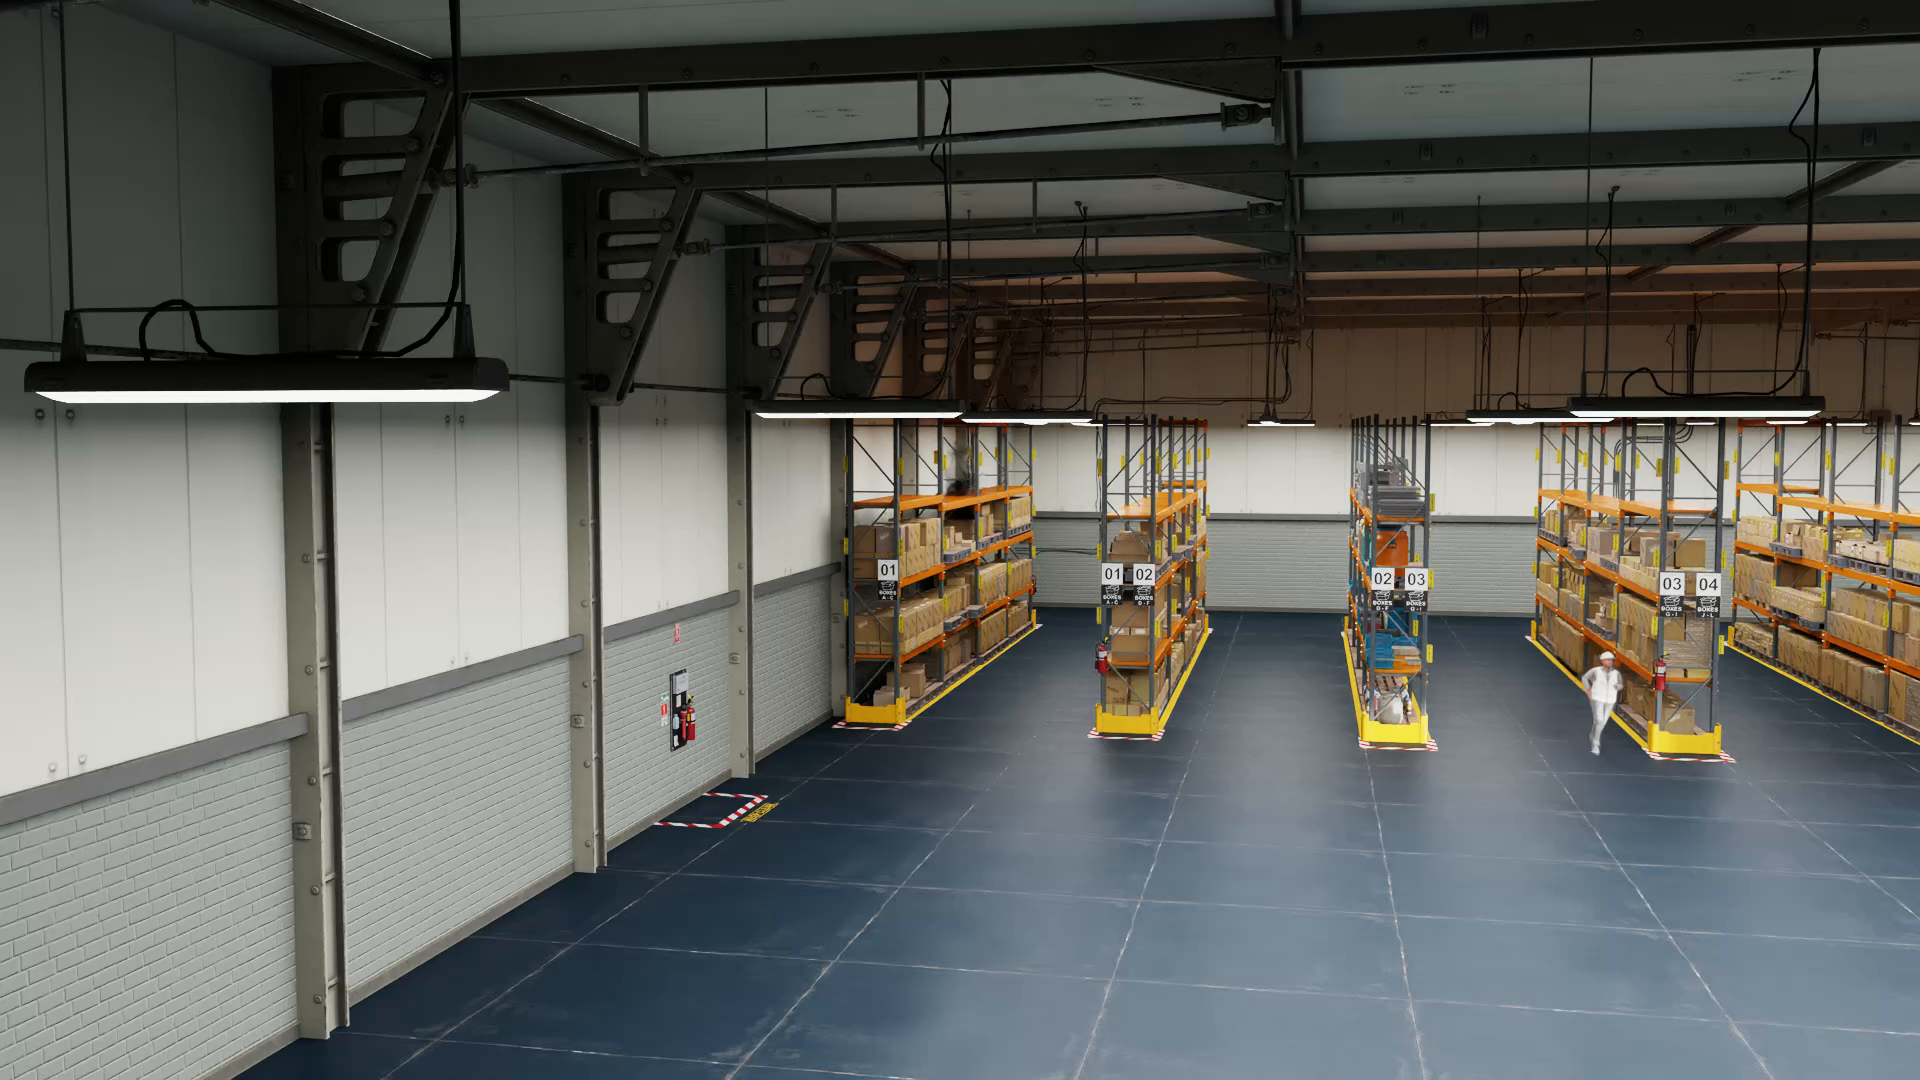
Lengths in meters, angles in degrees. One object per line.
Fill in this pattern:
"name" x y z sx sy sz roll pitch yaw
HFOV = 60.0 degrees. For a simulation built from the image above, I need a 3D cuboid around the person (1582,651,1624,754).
"person" 11.461 2.886 29.630 0.665 1.819 0.774 0 4 -1
